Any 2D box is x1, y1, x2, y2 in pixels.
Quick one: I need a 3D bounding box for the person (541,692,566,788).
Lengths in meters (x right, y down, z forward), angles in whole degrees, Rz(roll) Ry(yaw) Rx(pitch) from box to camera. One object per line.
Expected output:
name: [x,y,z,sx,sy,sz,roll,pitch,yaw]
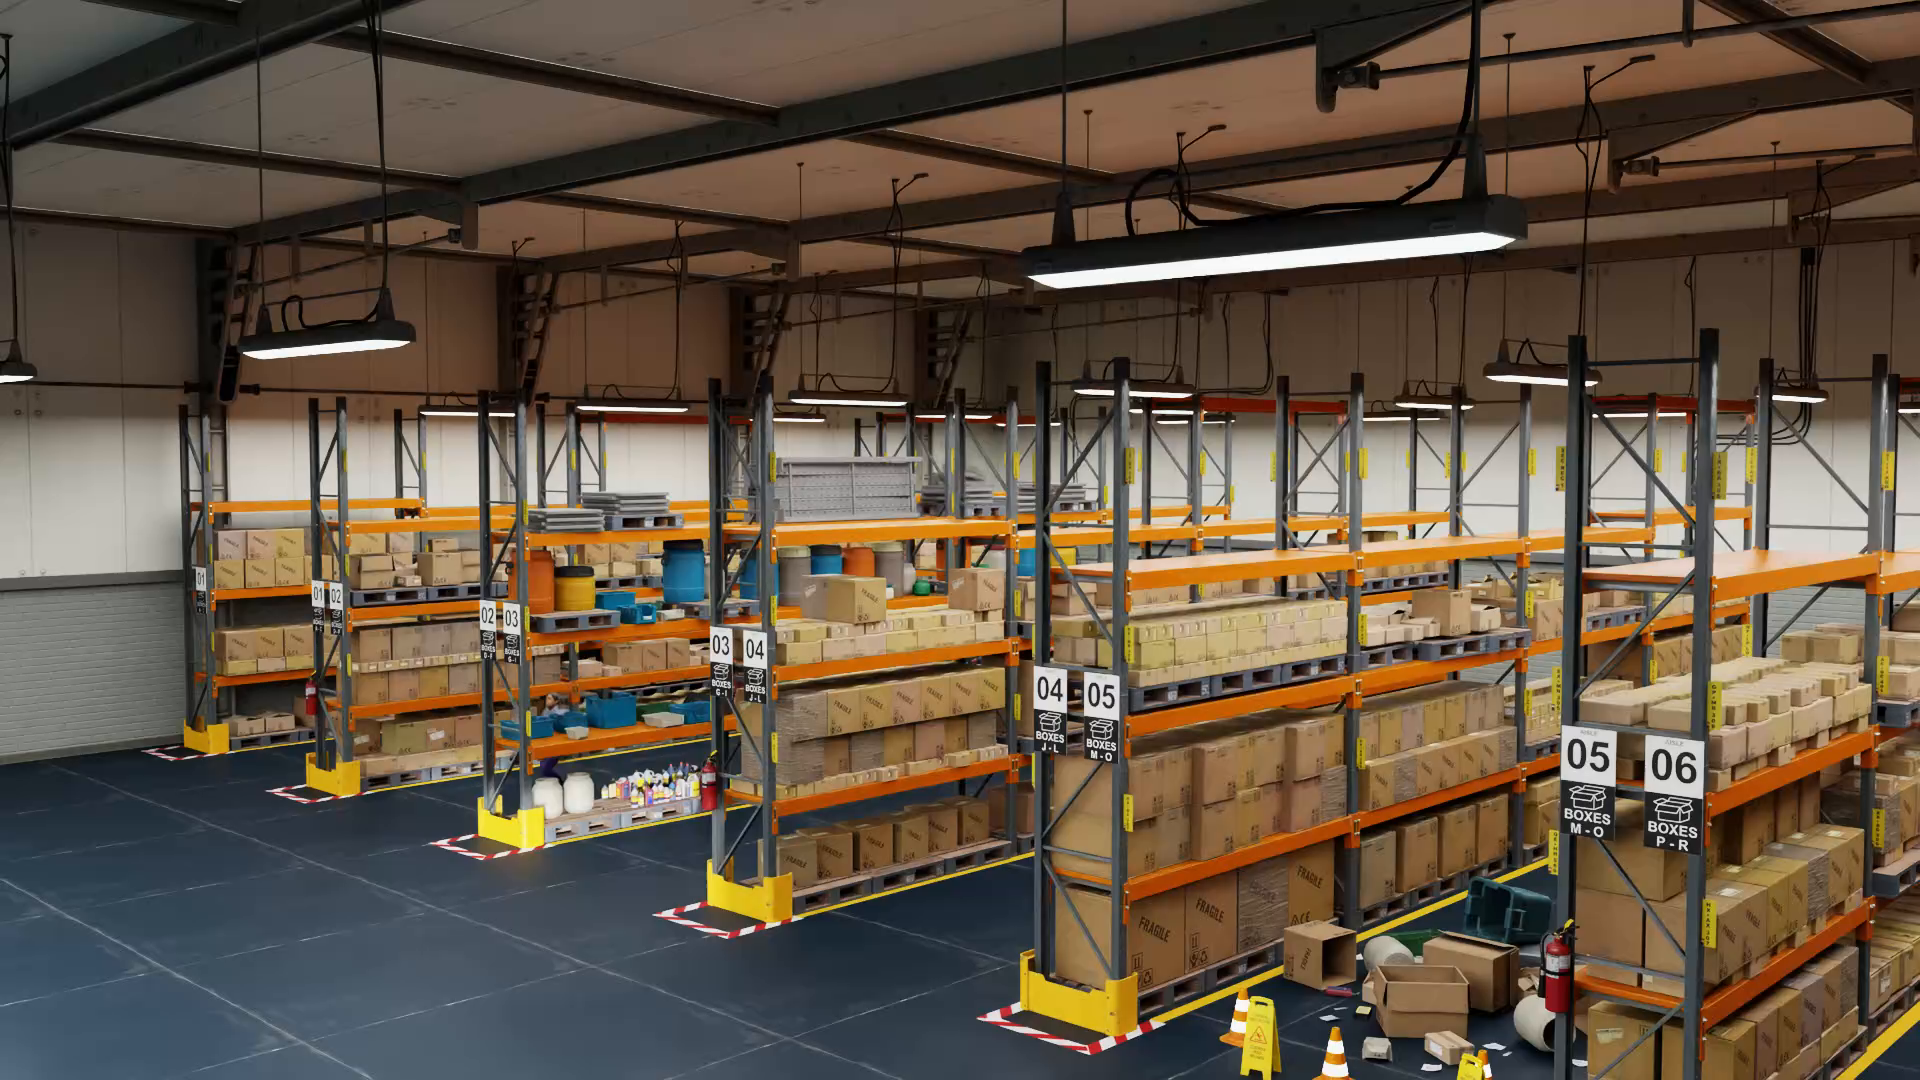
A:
person: [-6.050,3.073,24.529,0.589,1.605,0.590,2,4,37]
